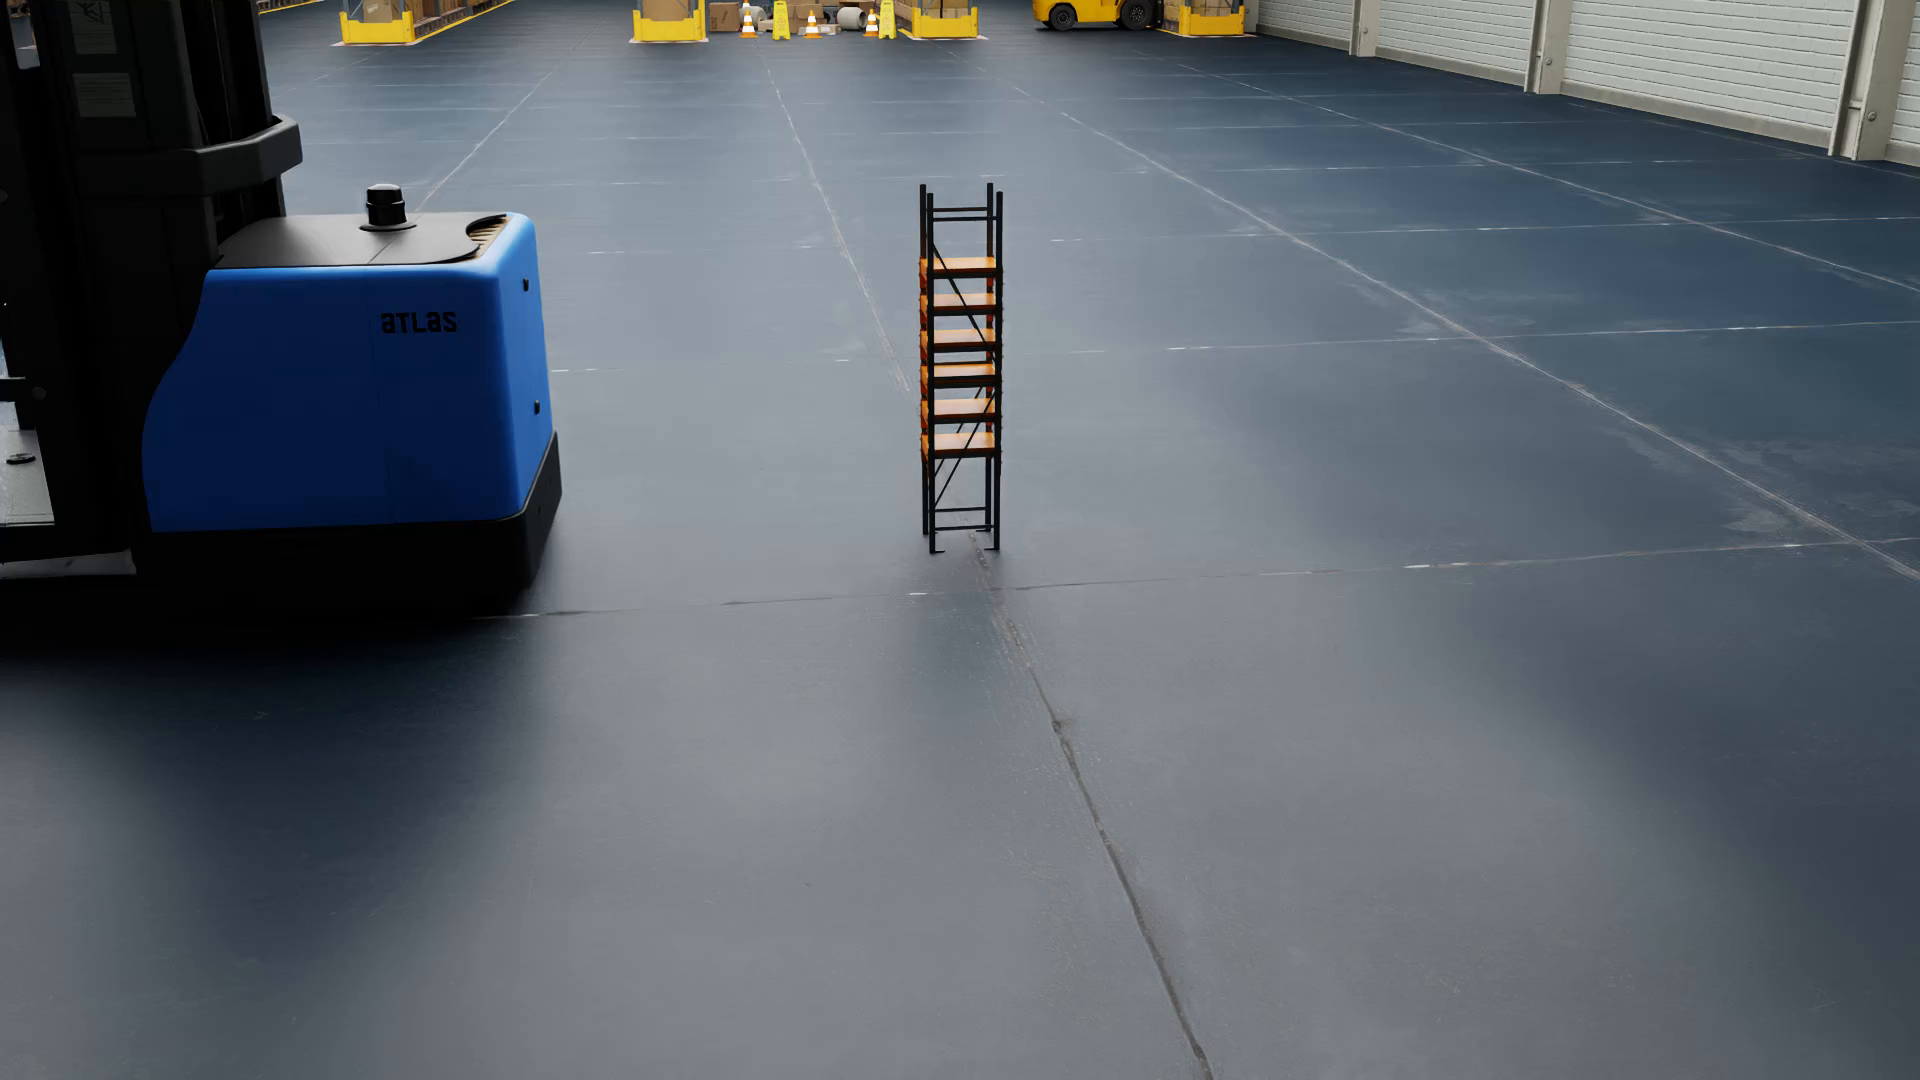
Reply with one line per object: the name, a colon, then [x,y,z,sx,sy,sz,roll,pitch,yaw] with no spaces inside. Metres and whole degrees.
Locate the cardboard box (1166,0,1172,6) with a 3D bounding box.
cardboard box: [4.207,-10.249,31.486,0.500,0.250,0.500,-3,21,-8]

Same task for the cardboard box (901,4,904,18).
cardboard box: [-0.855,-10.236,32.164,0.500,0.250,0.500,-3,21,-8]

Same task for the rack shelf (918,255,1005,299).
rack shelf: [0.002,-0.853,5.382,0.258,0.103,0.180,-3,21,-8]

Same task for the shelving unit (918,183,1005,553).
shelving unit: [0.002,-0.557,5.493,0.258,1.200,0.189,-3,21,-8]

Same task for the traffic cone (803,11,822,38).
traffic cone: [-2.651,-9.250,29.820,0.336,0.463,0.334,-3,21,-8]

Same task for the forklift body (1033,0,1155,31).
forklift body: [2.569,-10.947,31.951,2.313,2.155,1.214,-3,21,-8]

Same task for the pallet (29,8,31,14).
pallet: [-21.448,-12.099,37.808,1.003,0.211,1.213,-3,21,-8]

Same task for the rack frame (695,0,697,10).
rack frame: [-5.724,-11.628,32.563,1.000,3.000,0.127,-3,21,-8]

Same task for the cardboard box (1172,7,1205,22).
cardboard box: [4.268,-9.835,31.091,0.500,0.250,0.500,-3,21,-7]

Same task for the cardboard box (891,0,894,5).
cardboard box: [-0.918,-11.060,34.197,0.950,0.372,0.625,-3,21,-7]

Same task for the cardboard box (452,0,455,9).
cardboard box: [-11.014,-11.411,34.924,0.700,0.500,0.500,-5,21,-12]

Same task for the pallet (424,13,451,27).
pallet: [-10.760,-10.376,33.196,1.003,0.211,1.213,-3,21,-8]

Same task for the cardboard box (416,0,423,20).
cardboard box: [-10.538,-10.100,31.444,0.500,0.500,0.500,4,21,9]

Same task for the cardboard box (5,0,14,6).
cardboard box: [-20.958,-11.862,36.132,0.500,0.500,0.500,-3,21,-8]

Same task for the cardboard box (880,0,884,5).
cardboard box: [-1.231,-11.812,36.211,0.950,0.372,0.625,-3,21,-9]

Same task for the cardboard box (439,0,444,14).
cardboard box: [-10.764,-10.828,33.364,0.700,0.500,0.500,-3,21,-8]

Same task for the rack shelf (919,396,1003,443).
rack shelf: [0.002,-0.403,5.550,0.258,0.103,0.180,-3,21,-8]

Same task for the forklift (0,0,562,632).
forklift: [-2.880,-1.261,4.904,3.031,2.935,1.130,-2,21,-6]

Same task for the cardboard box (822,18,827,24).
cardboard box: [-2.846,-10.242,32.758,0.396,0.266,0.258,17,27,39]

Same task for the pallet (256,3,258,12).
pallet: [-16.452,-11.934,37.368,1.003,0.211,1.213,-3,21,-8]

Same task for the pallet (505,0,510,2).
pallet: [-12.184,-13.989,42.868,1.003,0.211,1.213,-3,21,-8]

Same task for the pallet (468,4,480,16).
pallet: [-11.262,-11.769,36.924,1.003,0.211,1.213,-3,21,-8]

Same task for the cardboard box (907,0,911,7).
cardboard box: [-0.715,-10.233,31.084,0.500,0.500,0.500,-2,21,-6]

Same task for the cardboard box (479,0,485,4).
cardboard box: [-11.423,-12.548,37.463,1.225,0.875,0.875,-3,21,-8]

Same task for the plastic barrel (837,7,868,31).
plastic barrel: [-2.059,-9.960,31.778,0.512,0.421,0.421,12,24,30]

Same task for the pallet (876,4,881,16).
pallet: [-1.305,-11.721,36.796,1.003,0.211,1.213,-3,21,-8]

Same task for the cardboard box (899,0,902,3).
cardboard box: [-0.933,-10.770,32.523,0.500,0.500,0.500,-2,21,-6]

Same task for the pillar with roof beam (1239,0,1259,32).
pillar with roof beam: [1.179,-13.659,29.427,9.100,9.000,0.400,-3,21,-8]

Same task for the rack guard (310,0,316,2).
rack guard: [-17.294,-14.155,42.900,1.175,0.500,0.348,-3,21,-8]

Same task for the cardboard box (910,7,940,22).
cardboard box: [-0.650,-9.711,30.760,0.500,0.250,0.500,-3,21,-8]

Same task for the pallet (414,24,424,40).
pallet: [-10.163,-9.031,29.595,1.003,0.211,1.213,-3,21,-8]

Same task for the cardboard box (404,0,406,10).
cardboard box: [-10.263,-9.476,29.773,0.500,0.500,0.500,2,21,6]

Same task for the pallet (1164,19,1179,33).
pallet: [4.496,-9.736,31.482,1.003,0.211,1.213,-3,21,-8]

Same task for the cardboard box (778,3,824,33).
cardboard box: [-3.022,-9.839,31.340,0.637,0.503,0.797,17,27,39]

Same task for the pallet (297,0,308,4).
pallet: [-17.197,-13.724,42.160,1.003,0.211,1.213,-3,21,-8]

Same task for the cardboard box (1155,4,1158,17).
cardboard box: [4.045,-10.360,32.497,0.500,0.250,0.500,-2,21,-6]

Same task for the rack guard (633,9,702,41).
rack guard: [-5.144,-9.064,29.270,1.175,0.500,0.348,-3,21,-8]

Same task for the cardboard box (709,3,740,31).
cardboard box: [-4.484,-9.973,31.699,0.500,0.500,0.500,1,20,2]

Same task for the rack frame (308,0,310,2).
rack frame: [-17.277,-15.318,42.442,1.000,3.000,0.127,-3,21,-8]

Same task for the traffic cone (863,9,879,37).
traffic cone: [-1.602,-9.423,30.285,0.336,0.463,0.334,-3,21,-8]

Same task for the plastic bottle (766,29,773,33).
plastic bottle: [-3.569,-9.596,31.321,0.133,0.061,0.283,-11,23,-26]

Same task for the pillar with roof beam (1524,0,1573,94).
pillar with roof beam: [2.909,-9.505,18.303,9.100,9.000,0.400,-3,21,-8]

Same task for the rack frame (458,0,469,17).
rack frame: [-11.223,-12.798,35.695,1.000,3.000,0.127,-3,21,-8]
